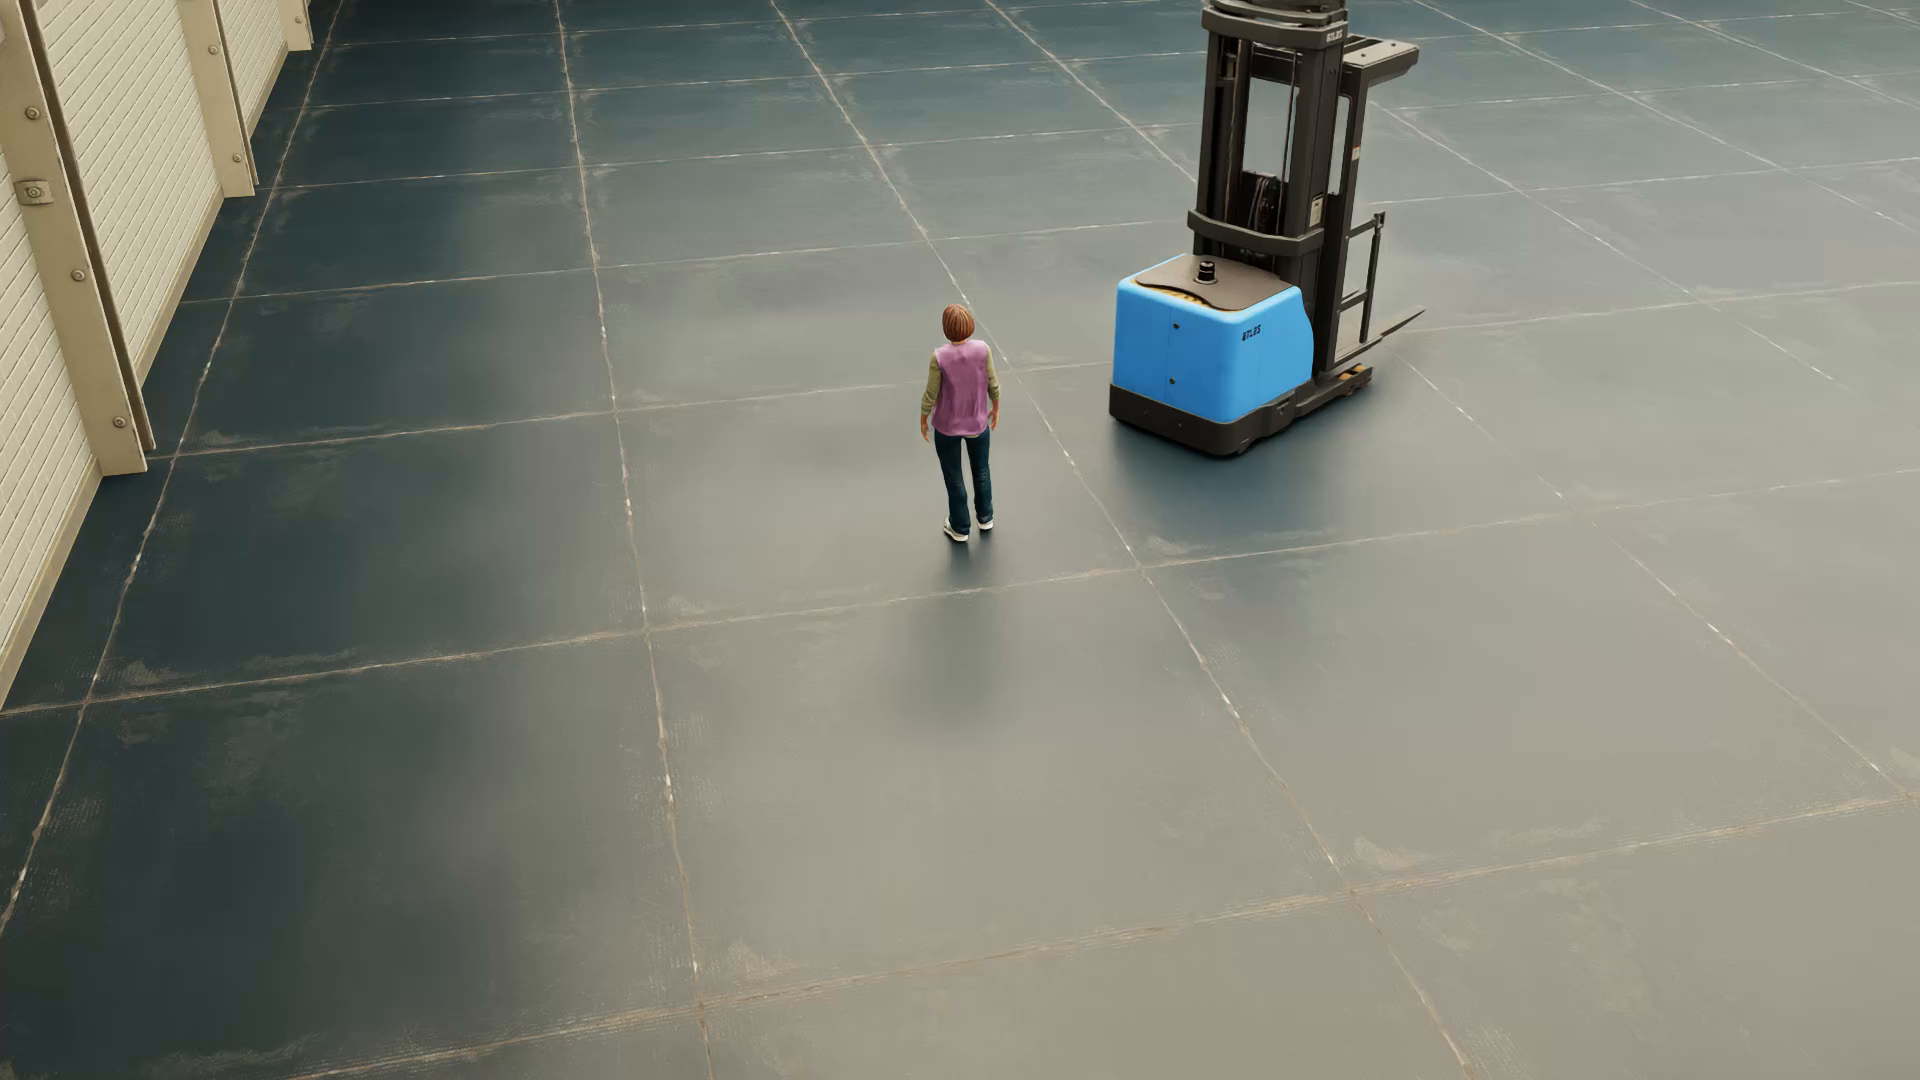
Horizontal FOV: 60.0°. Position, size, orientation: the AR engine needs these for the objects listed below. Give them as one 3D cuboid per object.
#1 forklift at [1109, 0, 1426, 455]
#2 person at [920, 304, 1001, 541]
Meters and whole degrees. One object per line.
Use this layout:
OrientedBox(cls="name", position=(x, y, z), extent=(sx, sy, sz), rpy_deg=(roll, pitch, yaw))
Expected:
OrientedBox(cls="forklift", position=(2.443, -2.494, 11.883), extent=(1.130, 2.935, 3.031), rpy_deg=(25, 38, 36))
OrientedBox(cls="person", position=(-0.004, -0.736, 10.162), extent=(0.520, 1.599, 0.473), rpy_deg=(-7, 31, -12))
